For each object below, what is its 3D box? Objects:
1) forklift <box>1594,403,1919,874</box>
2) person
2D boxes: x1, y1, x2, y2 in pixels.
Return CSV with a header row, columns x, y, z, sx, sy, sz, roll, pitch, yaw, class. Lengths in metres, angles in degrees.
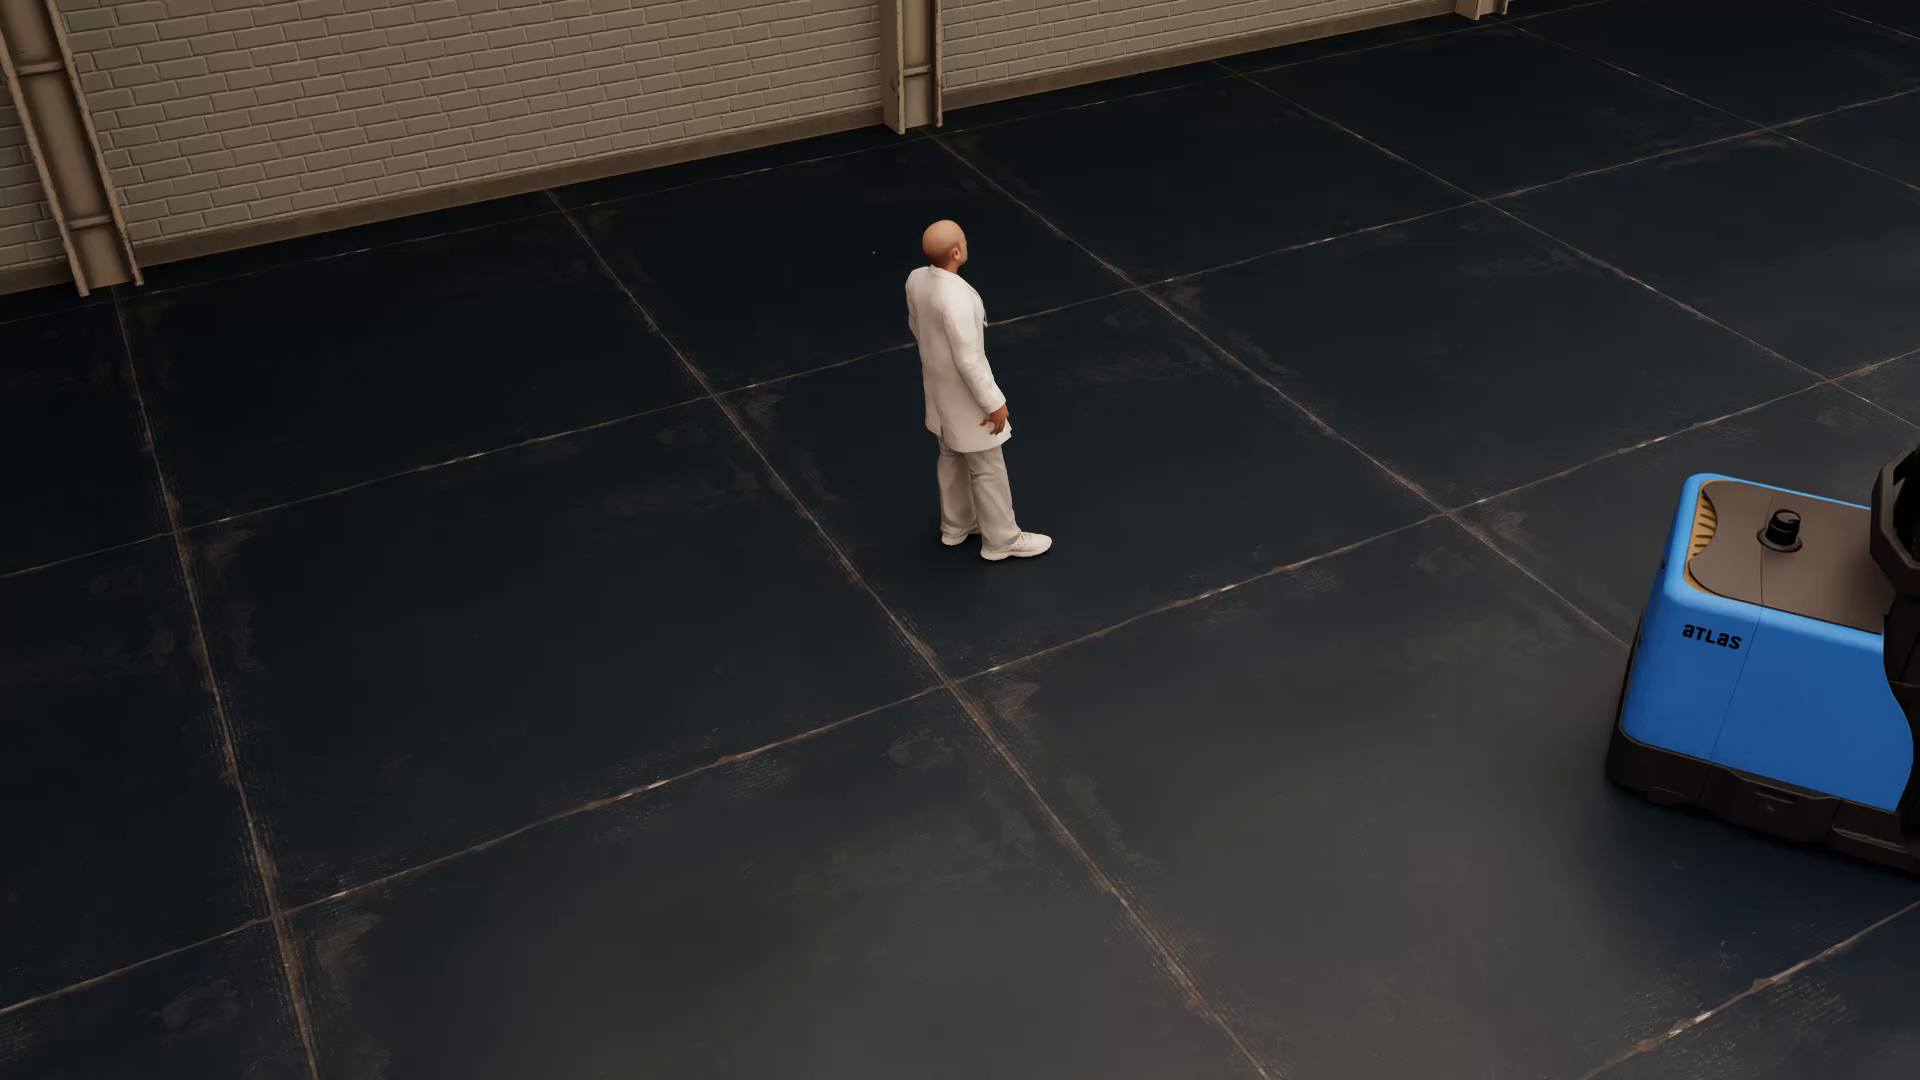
x,y,z,sx,sy,sz,roll,pitch,yaw,class
4.289,-0.032,6.168,3.031,2.935,1.130,15,38,20,forklift
0.083,-0.755,8.177,0.578,1.778,0.698,-17,39,-23,person
